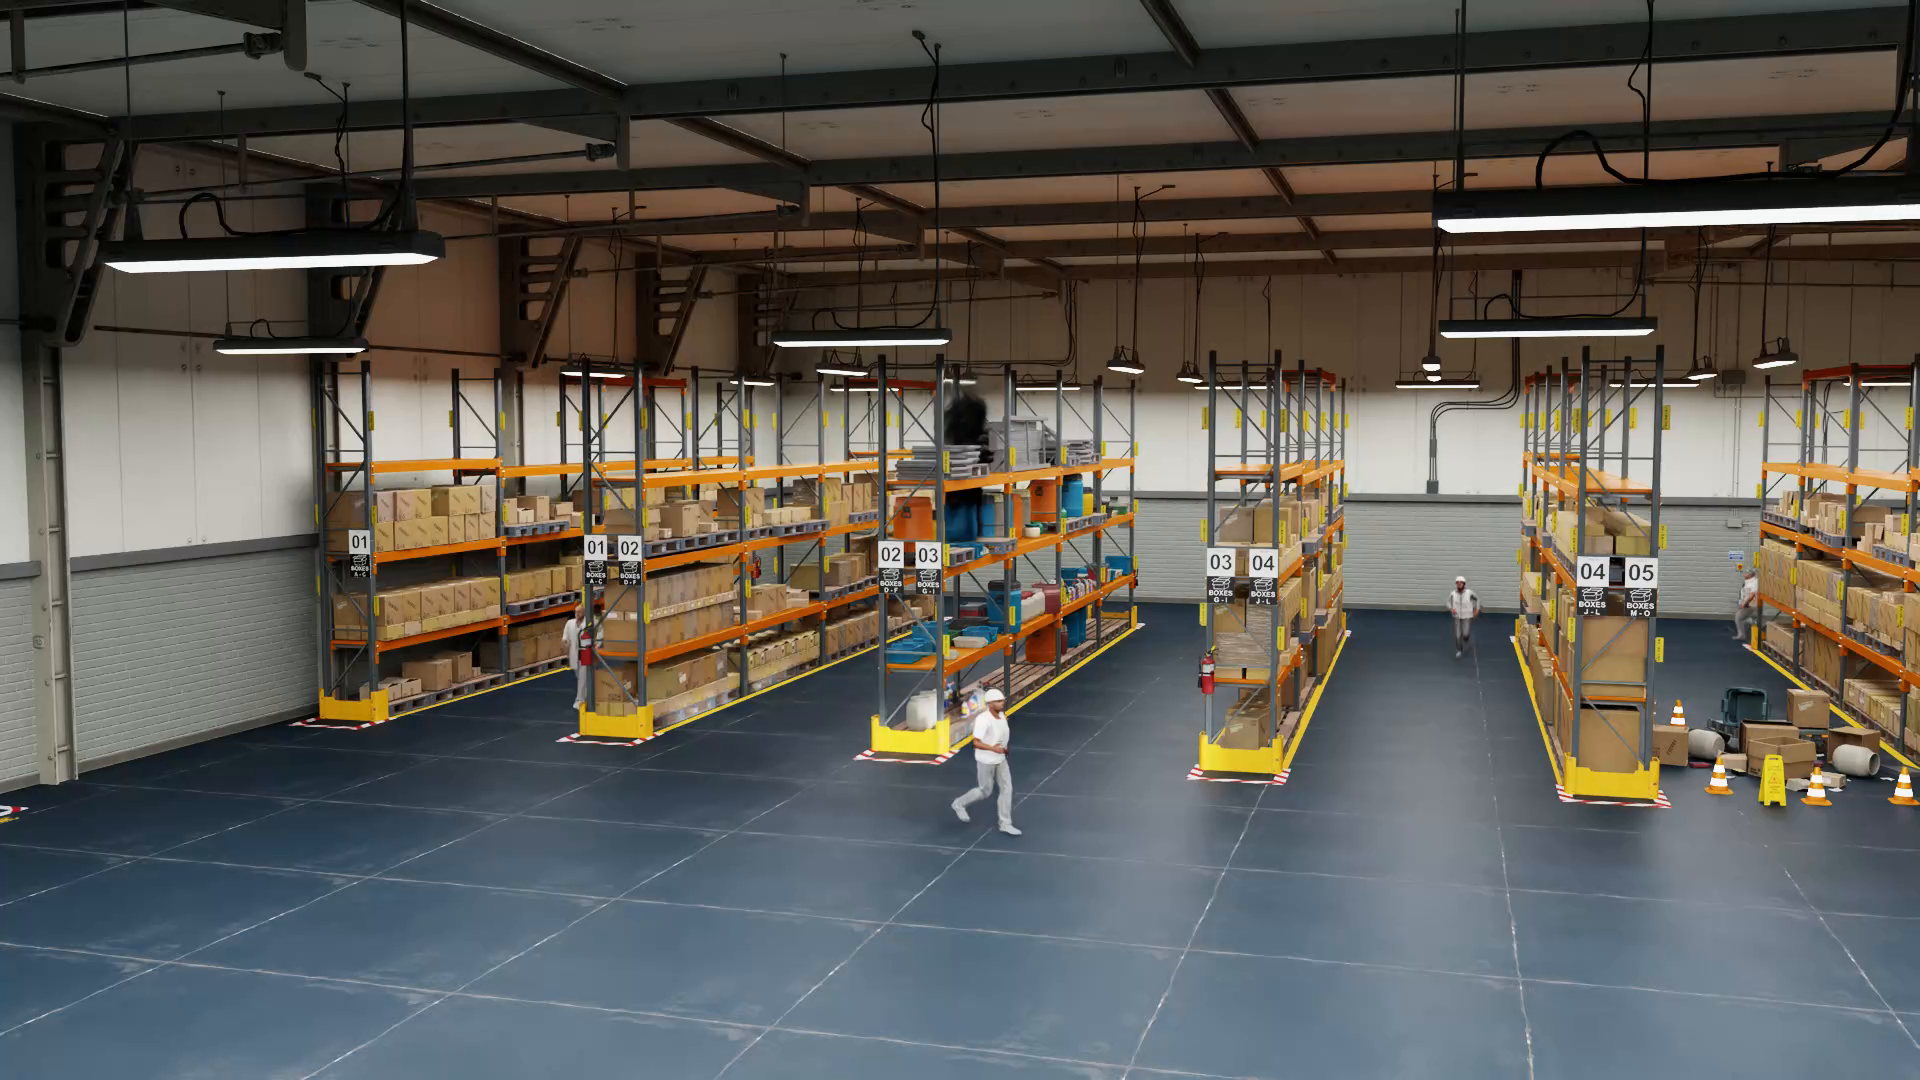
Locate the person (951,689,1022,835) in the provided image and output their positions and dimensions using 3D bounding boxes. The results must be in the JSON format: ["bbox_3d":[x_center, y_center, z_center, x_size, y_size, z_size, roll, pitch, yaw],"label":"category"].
[{"bbox_3d":[0.339,2.675,20.234,0.948,1.754,0.681,3,5,36],"label":"person"}]

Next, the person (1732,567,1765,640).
[{"bbox_3d":[17.893,1.451,37.737,0.680,1.715,0.708,2,5,30],"label":"person"}]

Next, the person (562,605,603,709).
[{"bbox_3d":[-6.640,2.019,29.282,0.690,1.771,1.042,1,4,10],"label":"person"}]

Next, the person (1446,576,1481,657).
[{"bbox_3d":[10.605,1.631,35.095,0.683,1.730,0.699,2,4,24],"label":"person"}]
